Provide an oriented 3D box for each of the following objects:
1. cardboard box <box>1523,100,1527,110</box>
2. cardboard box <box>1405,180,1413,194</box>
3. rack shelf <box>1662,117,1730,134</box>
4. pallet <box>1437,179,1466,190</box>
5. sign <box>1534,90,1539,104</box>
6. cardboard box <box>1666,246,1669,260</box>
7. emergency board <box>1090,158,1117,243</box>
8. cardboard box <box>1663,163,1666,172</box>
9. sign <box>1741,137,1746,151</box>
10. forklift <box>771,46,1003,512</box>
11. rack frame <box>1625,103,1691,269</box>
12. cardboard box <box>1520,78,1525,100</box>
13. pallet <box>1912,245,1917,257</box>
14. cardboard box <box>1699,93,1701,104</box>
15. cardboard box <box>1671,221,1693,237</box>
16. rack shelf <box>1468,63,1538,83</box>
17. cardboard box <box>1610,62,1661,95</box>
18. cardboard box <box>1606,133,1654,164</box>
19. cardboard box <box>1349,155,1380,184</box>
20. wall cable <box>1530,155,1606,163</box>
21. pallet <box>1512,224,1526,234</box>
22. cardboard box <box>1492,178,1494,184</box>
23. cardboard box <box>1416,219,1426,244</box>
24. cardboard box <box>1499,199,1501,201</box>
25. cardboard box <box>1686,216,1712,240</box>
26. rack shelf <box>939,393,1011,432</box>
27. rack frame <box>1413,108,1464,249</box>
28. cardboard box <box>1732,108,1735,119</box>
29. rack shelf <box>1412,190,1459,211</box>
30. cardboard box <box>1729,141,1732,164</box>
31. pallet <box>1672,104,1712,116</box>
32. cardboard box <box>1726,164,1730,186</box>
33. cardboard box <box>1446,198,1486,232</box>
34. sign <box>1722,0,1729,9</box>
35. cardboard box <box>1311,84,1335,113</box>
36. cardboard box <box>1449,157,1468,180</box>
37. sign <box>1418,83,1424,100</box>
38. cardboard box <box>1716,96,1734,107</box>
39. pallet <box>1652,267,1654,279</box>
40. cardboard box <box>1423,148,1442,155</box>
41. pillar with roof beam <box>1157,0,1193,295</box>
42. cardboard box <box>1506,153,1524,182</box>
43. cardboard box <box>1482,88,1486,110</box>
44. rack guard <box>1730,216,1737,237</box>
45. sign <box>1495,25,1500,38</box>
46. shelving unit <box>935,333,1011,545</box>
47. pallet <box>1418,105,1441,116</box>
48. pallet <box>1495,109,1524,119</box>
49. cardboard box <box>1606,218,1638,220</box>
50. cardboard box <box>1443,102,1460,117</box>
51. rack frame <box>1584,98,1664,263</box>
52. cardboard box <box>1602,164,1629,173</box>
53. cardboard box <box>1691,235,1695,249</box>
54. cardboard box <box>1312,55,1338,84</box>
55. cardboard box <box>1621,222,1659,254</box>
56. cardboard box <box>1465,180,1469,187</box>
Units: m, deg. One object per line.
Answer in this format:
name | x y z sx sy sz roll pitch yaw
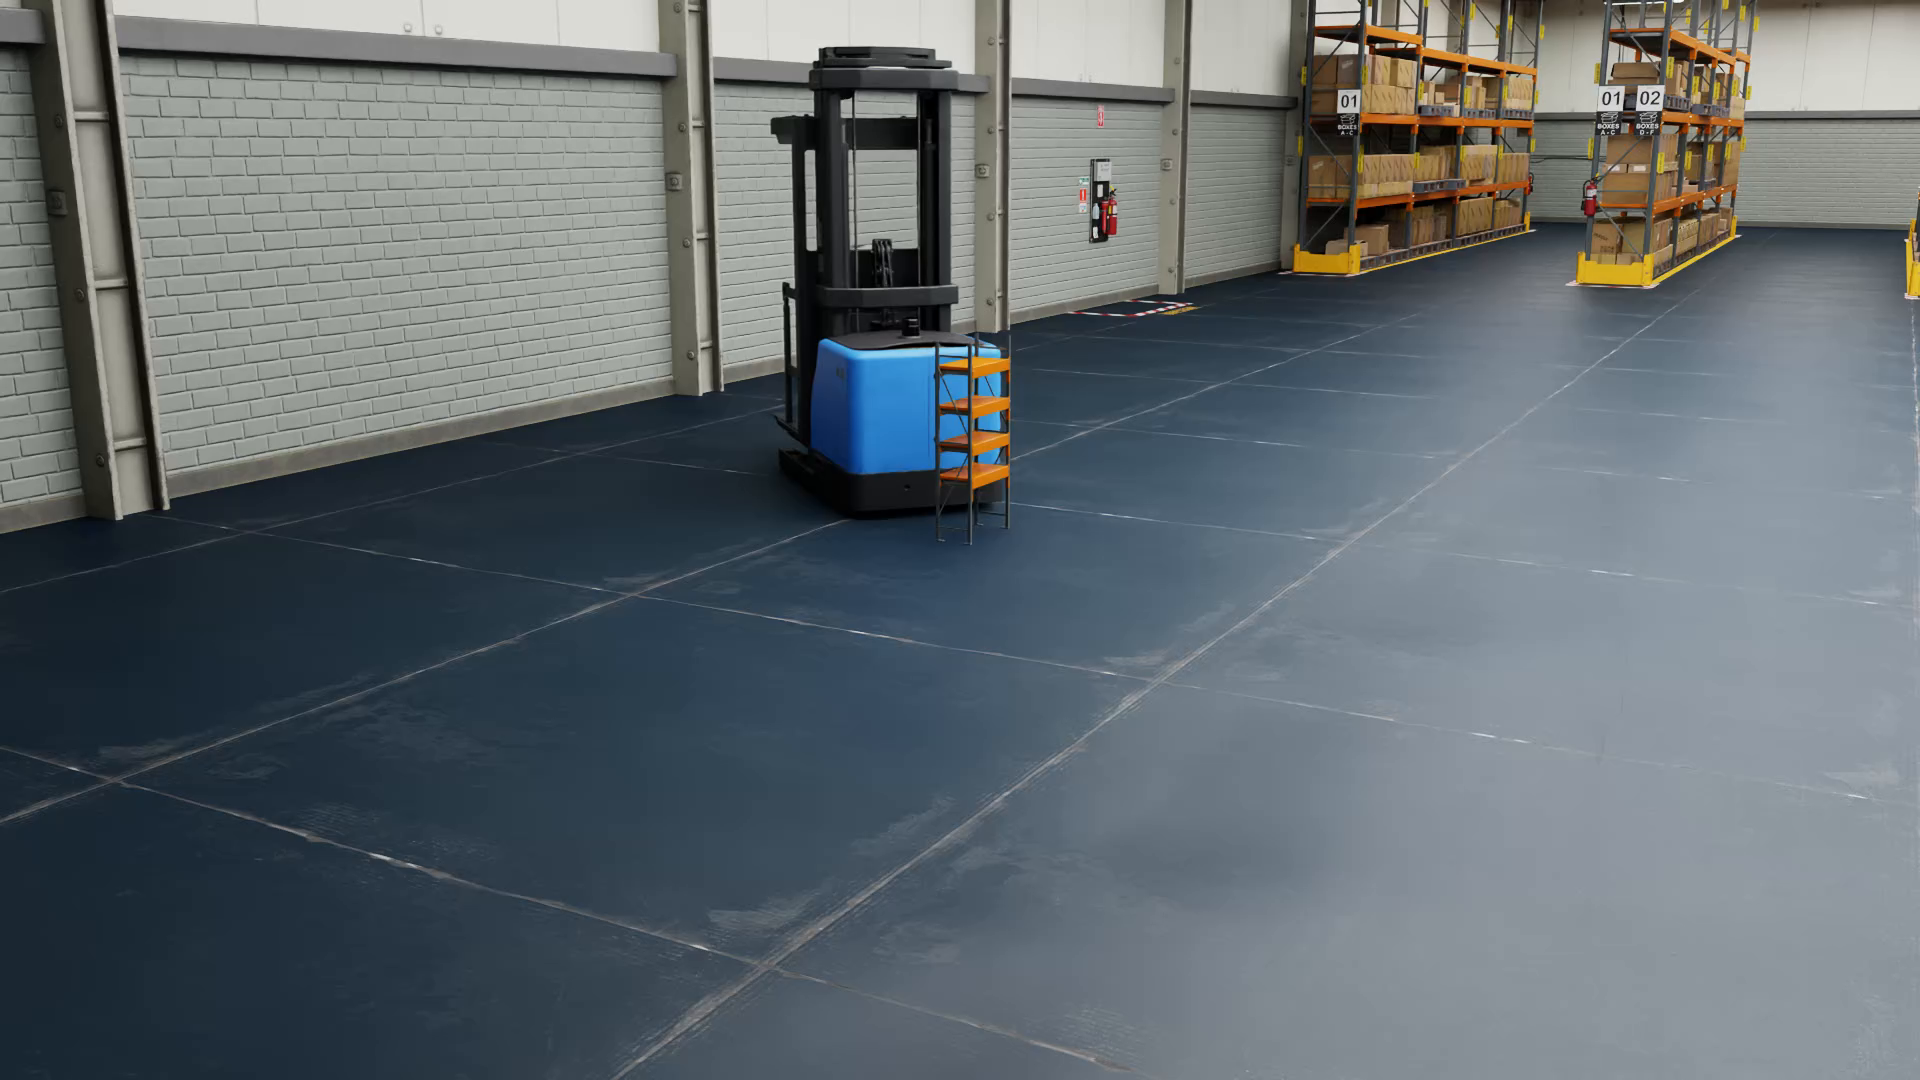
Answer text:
cardboard box | 13.987 -10.956 41.889 0.500 0.250 0.500 7 15 26
cardboard box | 8.595 -6.949 32.733 0.500 0.250 0.500 7 15 28
rack shelf | 15.797 -8.922 35.778 1.077 0.370 4.000 7 15 28
pallet | 10.241 -7.713 36.034 1.213 0.211 1.003 7 15 28
sign | 14.828 -11.391 42.763 0.100 0.325 0.005 7 15 28
cardboard box | 12.613 -5.229 30.294 0.500 0.250 0.500 7 15 28
emergency board | 2.077 -4.831 23.671 0.194 1.169 0.643 7 15 28
cardboard box | 12.085 -6.498 28.988 0.380 0.149 0.250 8 15 29
sign | 19.174 -9.694 40.700 0.100 0.325 0.005 7 15 28
forklift | -0.679 -1.902 11.670 1.130 2.935 3.031 -5 14 -18
rack frame | 12.896 -6.583 30.939 1.000 3.000 0.127 7 15 28
cardboard box | 13.748 -11.217 41.373 0.500 0.500 0.500 7 15 26
pallet | 20.100 -5.902 34.063 1.003 0.211 1.213 7 15 28
cardboard box | 14.660 -8.894 33.547 0.500 0.250 0.500 6 15 24
cardboard box | 14.300 -6.198 33.115 0.500 0.311 0.500 7 15 28
rack shelf | 13.392 -11.567 41.202 1.077 0.370 4.000 7 15 28
cardboard box | 11.244 -7.660 27.593 0.797 0.503 0.637 9 16 32
cardboard box | 11.225 -6.547 27.807 0.700 0.500 0.500 7 15 28
cardboard box | 7.366 -6.788 30.468 0.500 0.500 0.500 7 15 28
wall cable | 17.406 -12.132 47.782 3.097 2.526 0.112 7 15 28
pallet | 14.041 -8.077 43.085 1.003 0.211 1.213 7 15 28
cardboard box | 12.510 -8.571 39.678 0.380 0.149 0.250 8 15 29
cardboard box | 9.387 -6.507 35.018 0.700 0.500 0.500 8 15 29
cardboard box | 13.628 -8.648 42.557 0.380 0.149 0.250 8 15 29
cardboard box | 16.043 -6.781 36.157 0.500 0.500 0.500 7 15 26
rack shelf | 0.080 -0.769 9.997 0.258 0.148 0.480 7 15 28
rack frame | 10.492 -7.964 36.668 1.000 3.000 0.127 7 15 28
cardboard box | 17.461 -9.783 38.134 0.500 0.250 0.500 7 15 28
rack shelf | 9.525 -7.204 35.050 1.077 0.370 4.000 7 15 28
cardboard box | 17.487 -8.930 38.326 0.500 0.500 0.500 7 15 26
pallet | 14.042 -8.391 32.441 1.003 0.211 1.213 8 16 31
cardboard box | 17.493 -8.452 38.478 0.500 0.500 0.500 8 16 29
cardboard box | 11.798 -7.613 38.902 0.750 0.750 0.750 8 16 30
sign | 15.318 -10.789 33.254 0.100 0.325 0.005 7 15 28
cardboard box | 6.605 -7.954 29.968 0.500 0.500 0.500 9 16 32
cardboard box | 10.951 -8.238 36.912 0.500 0.500 0.500 8 16 30
sign | 9.037 -8.793 32.603 0.100 0.325 0.005 7 15 28
cardboard box | 17.216 -9.924 37.651 0.500 0.250 0.500 7 15 28
pallet | 11.296 -4.568 28.532 1.003 0.211 1.213 7 15 28
cardboard box | 10.209 -8.400 35.940 0.380 0.149 0.250 5 14 19
pillar with roof beam | 7.074 -7.762 23.030 9.100 9.000 0.400 7 15 28
cardboard box | 13.779 -9.495 42.378 0.980 0.700 0.700 7 15 28
cardboard box | 11.904 -10.337 38.960 0.700 0.500 0.500 6 15 25
rack guard | 18.661 -7.814 41.379 1.175 0.500 0.348 7 15 28
sign | 13.876 -13.117 42.911 0.100 0.325 0.005 7 15 28
shelving unit | 0.080 -0.617 10.034 0.258 1.200 0.503 7 15 28
pallet | 8.950 -8.625 33.410 1.213 0.211 1.003 7 15 28
pallet | 13.421 -10.616 41.456 1.003 0.211 1.213 7 15 28
cardboard box | 11.915 -5.550 30.025 0.500 0.500 0.500 7 15 28
cardboard box | 10.380 -9.210 35.585 0.500 0.311 0.500 7 15 28
rack frame | 10.963 -5.762 27.535 1.000 3.000 0.127 7 15 28
cardboard box | 10.981 -6.226 27.862 0.380 0.149 0.250 7 15 27
cardboard box | 14.543 -6.029 33.613 0.500 0.250 0.500 7 15 27
cardboard box | 6.604 -8.443 29.867 0.500 0.500 0.500 8 16 31
cardboard box | 11.657 -5.182 28.498 0.500 0.500 0.500 7 15 28
cardboard box | 11.186 -7.989 37.263 0.380 0.149 0.250 8 16 30
